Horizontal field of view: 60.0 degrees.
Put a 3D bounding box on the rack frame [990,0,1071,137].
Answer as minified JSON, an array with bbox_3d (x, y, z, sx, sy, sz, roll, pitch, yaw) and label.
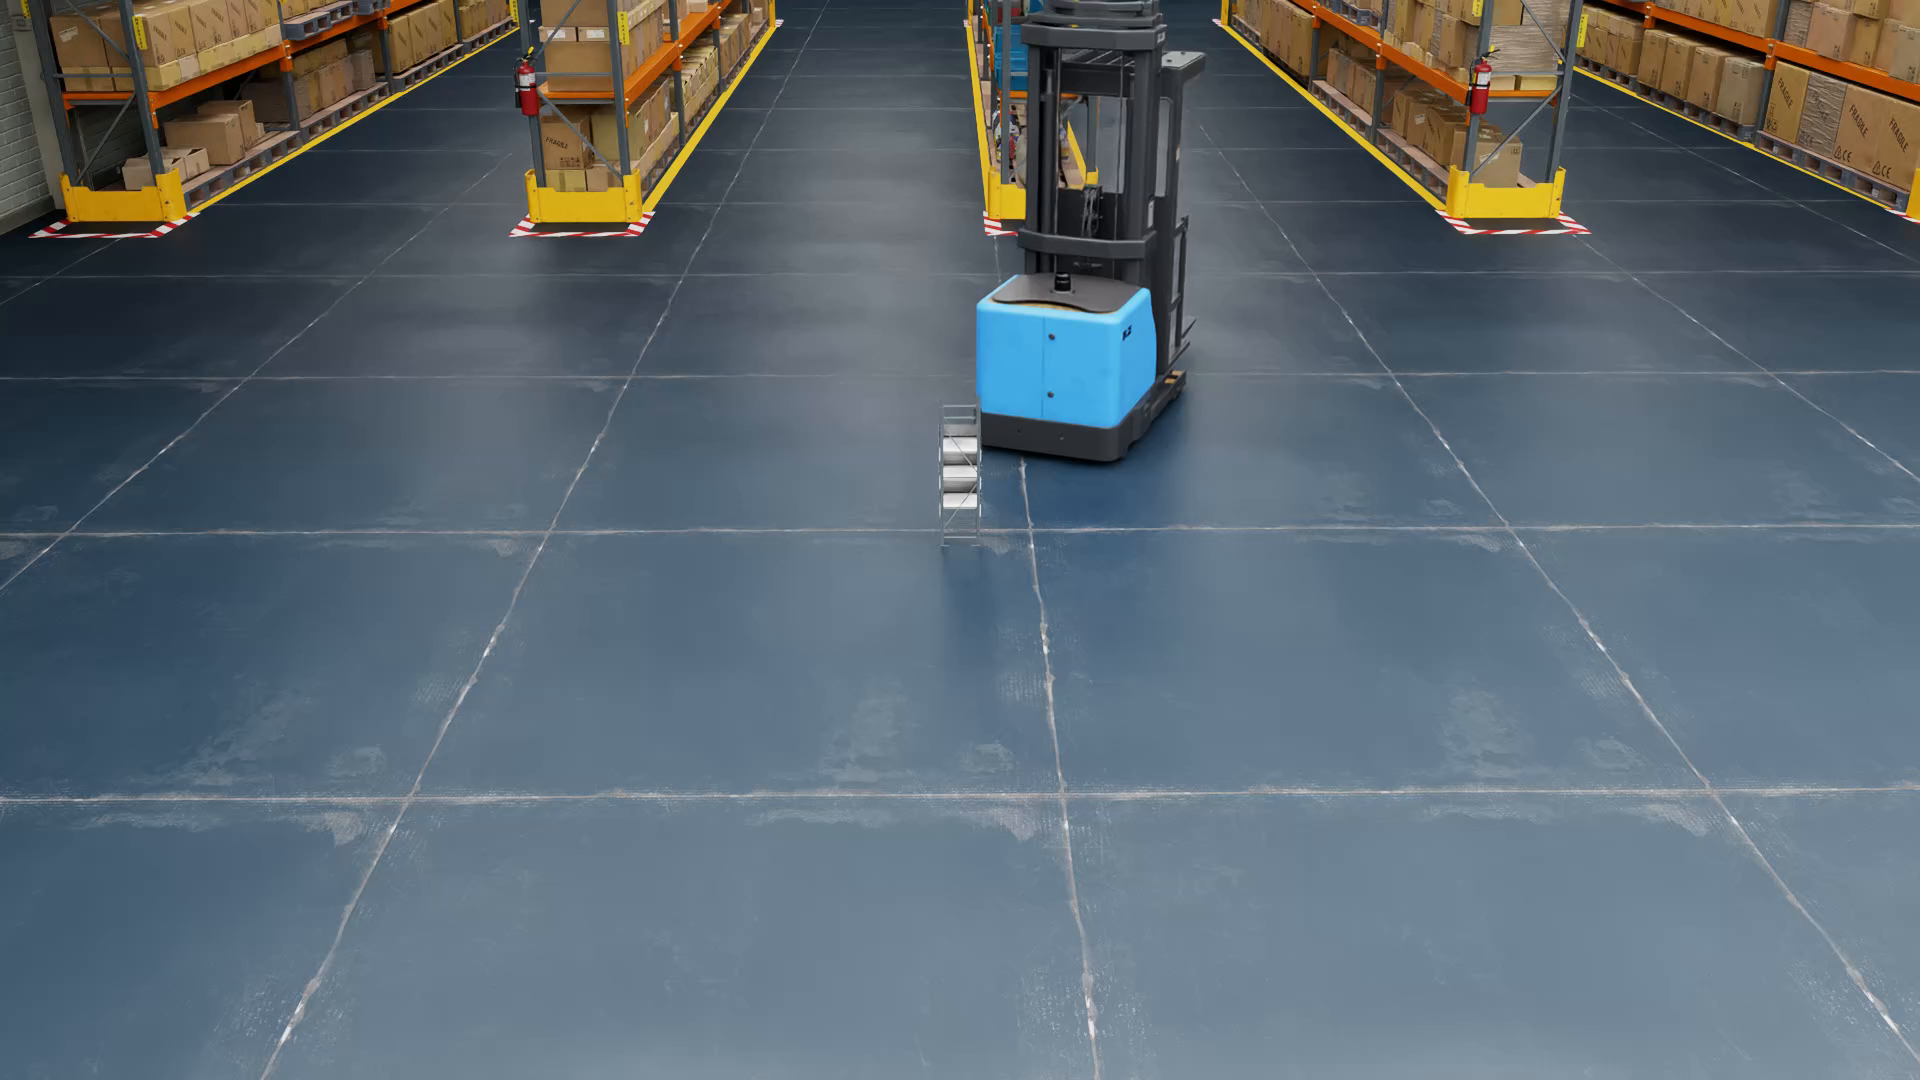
[{"bbox_3d":[0.893,-6.503,20.989,1.000,3.000,0.127,0,24,-1],"label":"rack frame"}]

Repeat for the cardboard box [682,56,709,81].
[{"bbox_3d":[-3.837,-6.688,23.544,0.500,0.311,0.500,0,24,-1],"label":"cardboard box"}]

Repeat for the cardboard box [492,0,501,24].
[{"bbox_3d":[-9.031,-9.962,31.160,0.700,0.500,0.500,0,24,-1],"label":"cardboard box"}]

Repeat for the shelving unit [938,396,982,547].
[{"bbox_3d":[0.000,-0.413,10.072,0.258,0.900,0.210,0,24,-1],"label":"shelving unit"}]

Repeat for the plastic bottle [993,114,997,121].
[{"bbox_3d":[0.489,-5.197,20.871,0.152,0.276,0.135,1,24,1],"label":"plastic bottle"}]

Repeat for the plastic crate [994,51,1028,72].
[{"bbox_3d":[0.631,-5.260,18.420,0.499,0.251,0.408,0,24,-1],"label":"plastic crate"}]

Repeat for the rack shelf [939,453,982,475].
[{"bbox_3d":[0.000,-0.465,10.049,0.258,0.077,0.200,0,24,-1],"label":"rack shelf"}]

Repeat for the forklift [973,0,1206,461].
[{"bbox_3d":[1.097,-2.448,12.106,1.130,2.935,3.031,9,26,19],"label":"forklift"}]

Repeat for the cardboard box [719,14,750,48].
[{"bbox_3d":[-3.855,-8.639,28.210,0.500,0.500,0.500,0,24,-1],"label":"cardboard box"}]

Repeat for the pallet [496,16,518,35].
[{"bbox_3d":[-9.057,-9.804,31.671,1.003,0.211,1.213,0,24,-1],"label":"pallet"}]

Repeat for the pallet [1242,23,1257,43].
[{"bbox_3d":[5.812,-9.369,30.710,1.003,0.211,1.213,0,24,-1],"label":"pallet"}]

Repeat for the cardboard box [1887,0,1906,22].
[{"bbox_3d":[10.916,-6.029,18.448,0.875,0.550,0.550,0,24,-1],"label":"cardboard box"}]

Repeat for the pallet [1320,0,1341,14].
[{"bbox_3d":[5.916,-7.793,24.074,1.213,0.211,1.003,0,24,-1],"label":"pallet"}]

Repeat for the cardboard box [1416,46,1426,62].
[{"bbox_3d":[5.577,-5.703,19.525,0.380,0.149,0.250,0,24,-1],"label":"cardboard box"}]

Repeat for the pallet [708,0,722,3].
[{"bbox_3d":[-4.181,-8.323,25.244,1.213,0.211,1.003,0,24,-1],"label":"pallet"}]

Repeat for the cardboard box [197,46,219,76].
[{"bbox_3d":[-8.677,-5.378,18.658,0.500,0.250,0.500,-1,24,-1],"label":"cardboard box"}]

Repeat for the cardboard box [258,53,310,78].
[{"bbox_3d":[-9.046,-6.347,22.233,0.500,0.250,0.500,-1,24,-2],"label":"cardboard box"}]

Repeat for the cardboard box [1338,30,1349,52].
[{"bbox_3d":[5.839,-7.301,24.343,0.500,0.250,0.500,1,24,2],"label":"cardboard box"}]

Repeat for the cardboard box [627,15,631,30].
[{"bbox_3d":[-3.813,-5.654,18.202,0.380,0.149,0.250,-1,24,-1],"label":"cardboard box"}]

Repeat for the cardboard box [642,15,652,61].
[{"bbox_3d":[-4.035,-5.921,19.581,0.700,0.500,0.500,0,24,0],"label":"cardboard box"}]

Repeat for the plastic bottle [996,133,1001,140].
[{"bbox_3d":[0.503,-4.673,19.714,0.152,0.276,0.135,0,24,0],"label":"plastic bottle"}]

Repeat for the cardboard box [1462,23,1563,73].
[{"bbox_3d":[5.911,-5.285,17.814,0.875,0.500,0.500,0,24,-1],"label":"cardboard box"}]

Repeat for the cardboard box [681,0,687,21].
[{"bbox_3d":[-4.069,-7.485,23.039,0.500,0.500,0.500,-2,24,-3],"label":"cardboard box"}]

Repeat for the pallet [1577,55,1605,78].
[{"bbox_3d":[10.745,-7.708,27.036,1.003,0.211,1.213,0,24,-1],"label":"pallet"}]

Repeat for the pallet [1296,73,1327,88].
[{"bbox_3d":[5.869,-7.229,25.977,1.003,0.211,1.213,0,24,-1],"label":"pallet"}]

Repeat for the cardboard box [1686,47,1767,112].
[{"bbox_3d":[10.703,-6.326,22.817,1.050,0.750,0.750,0,24,-1],"label":"cardboard box"}]

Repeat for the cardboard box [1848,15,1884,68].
[{"bbox_3d":[10.845,-5.755,19.153,0.875,0.550,0.500,0,24,-1],"label":"cardboard box"}]

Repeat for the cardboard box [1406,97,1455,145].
[{"bbox_3d":[5.824,-5.177,20.581,0.500,0.500,0.500,8,25,16],"label":"cardboard box"}]

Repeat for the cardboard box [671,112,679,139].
[{"bbox_3d":[-3.837,-5.231,21.003,0.500,0.250,0.500,0,24,-1],"label":"cardboard box"}]

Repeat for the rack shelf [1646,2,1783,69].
[{"bbox_3d":[10.785,-7.003,22.966,1.077,0.370,4.000,0,24,-1],"label":"rack shelf"}]

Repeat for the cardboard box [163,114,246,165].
[{"bbox_3d":[-8.852,-4.695,19.491,0.700,0.500,0.500,-2,24,-4],"label":"cardboard box"}]

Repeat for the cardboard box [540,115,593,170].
[{"bbox_3d":[-4.320,-4.334,18.110,0.500,0.500,0.500,0,24,-1],"label":"cardboard box"}]

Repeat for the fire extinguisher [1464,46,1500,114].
[{"bbox_3d":[5.430,-4.793,17.301,0.296,0.674,0.183,0,24,-1],"label":"fire extinguisher"}]

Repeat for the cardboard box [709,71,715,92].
[{"bbox_3d":[-3.845,-6.641,24.122,0.500,0.250,0.500,-1,24,-1],"label":"cardboard box"}]

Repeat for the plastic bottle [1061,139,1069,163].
[{"bbox_3d":[1.228,-4.561,19.472,0.097,0.271,0.097,0,24,0],"label":"plastic bottle"}]

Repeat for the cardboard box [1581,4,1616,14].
[{"bbox_3d":[10.471,-8.672,27.398,0.500,0.250,0.500,0,24,1],"label":"cardboard box"}]

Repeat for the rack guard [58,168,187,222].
[{"bbox_3d":[-8.971,-3.703,17.831,1.175,0.500,0.348,0,24,-1],"label":"rack guard"}]

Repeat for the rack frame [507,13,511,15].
[{"bbox_3d":[-9.144,-11.404,31.824,1.000,3.000,0.127,0,24,-1],"label":"rack frame"}]

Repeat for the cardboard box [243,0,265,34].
[{"bbox_3d":[-8.688,-6.342,19.881,0.500,0.500,0.500,0,24,-1],"label":"cardboard box"}]

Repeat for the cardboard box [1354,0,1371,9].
[{"bbox_3d":[5.734,-7.478,22.509,0.797,0.503,0.637,2,24,5],"label":"cardboard box"}]

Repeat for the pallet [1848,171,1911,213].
[{"bbox_3d":[10.763,-3.917,18.654,1.003,0.211,1.213,0,24,-1],"label":"pallet"}]

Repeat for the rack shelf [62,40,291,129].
[{"bbox_3d":[-8.992,-5.307,19.217,1.077,0.370,4.000,0,24,-1],"label":"rack shelf"}]

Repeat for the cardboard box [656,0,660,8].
[{"bbox_3d":[-3.837,-6.503,20.080,0.380,0.149,0.250,-1,24,-2],"label":"cardboard box"}]

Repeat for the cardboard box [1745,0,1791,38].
[{"bbox_3d":[10.533,-6.766,21.448,0.500,0.500,0.500,0,24,-1],"label":"cardboard box"}]

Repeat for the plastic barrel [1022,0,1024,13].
[{"bbox_3d":[1.079,-7.606,23.292,0.421,0.512,0.421,0,24,0],"label":"plastic barrel"}]

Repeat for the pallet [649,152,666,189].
[{"bbox_3d":[-4.077,-4.380,19.679,1.003,0.211,1.213,0,24,-1],"label":"pallet"}]

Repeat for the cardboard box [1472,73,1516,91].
[{"bbox_3d":[5.680,-4.880,17.704,0.380,0.149,0.250,0,24,-1],"label":"cardboard box"}]

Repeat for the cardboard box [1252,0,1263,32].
[{"bbox_3d":[5.821,-9.689,30.101,0.875,0.875,0.875,0,24,-1],"label":"cardboard box"}]

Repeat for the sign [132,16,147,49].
[{"bbox_3d":[-8.427,-5.208,17.074,0.100,0.325,0.005,0,24,-1],"label":"sign"}]

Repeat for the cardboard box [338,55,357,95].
[{"bbox_3d":[-9.108,-6.659,23.834,0.700,0.500,0.500,0,24,-1],"label":"cardboard box"}]

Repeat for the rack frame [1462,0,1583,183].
[{"bbox_3d":[5.889,-4.877,17.394,1.000,3.000,0.127,0,24,-1],"label":"rack frame"}]

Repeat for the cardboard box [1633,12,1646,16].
[{"bbox_3d":[10.999,-8.247,26.458,0.500,0.250,0.500,0,24,0],"label":"cardboard box"}]

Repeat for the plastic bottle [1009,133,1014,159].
[{"bbox_3d":[0.609,-4.678,19.715,0.061,0.283,0.133,0,24,-1],"label":"plastic bottle"}]
